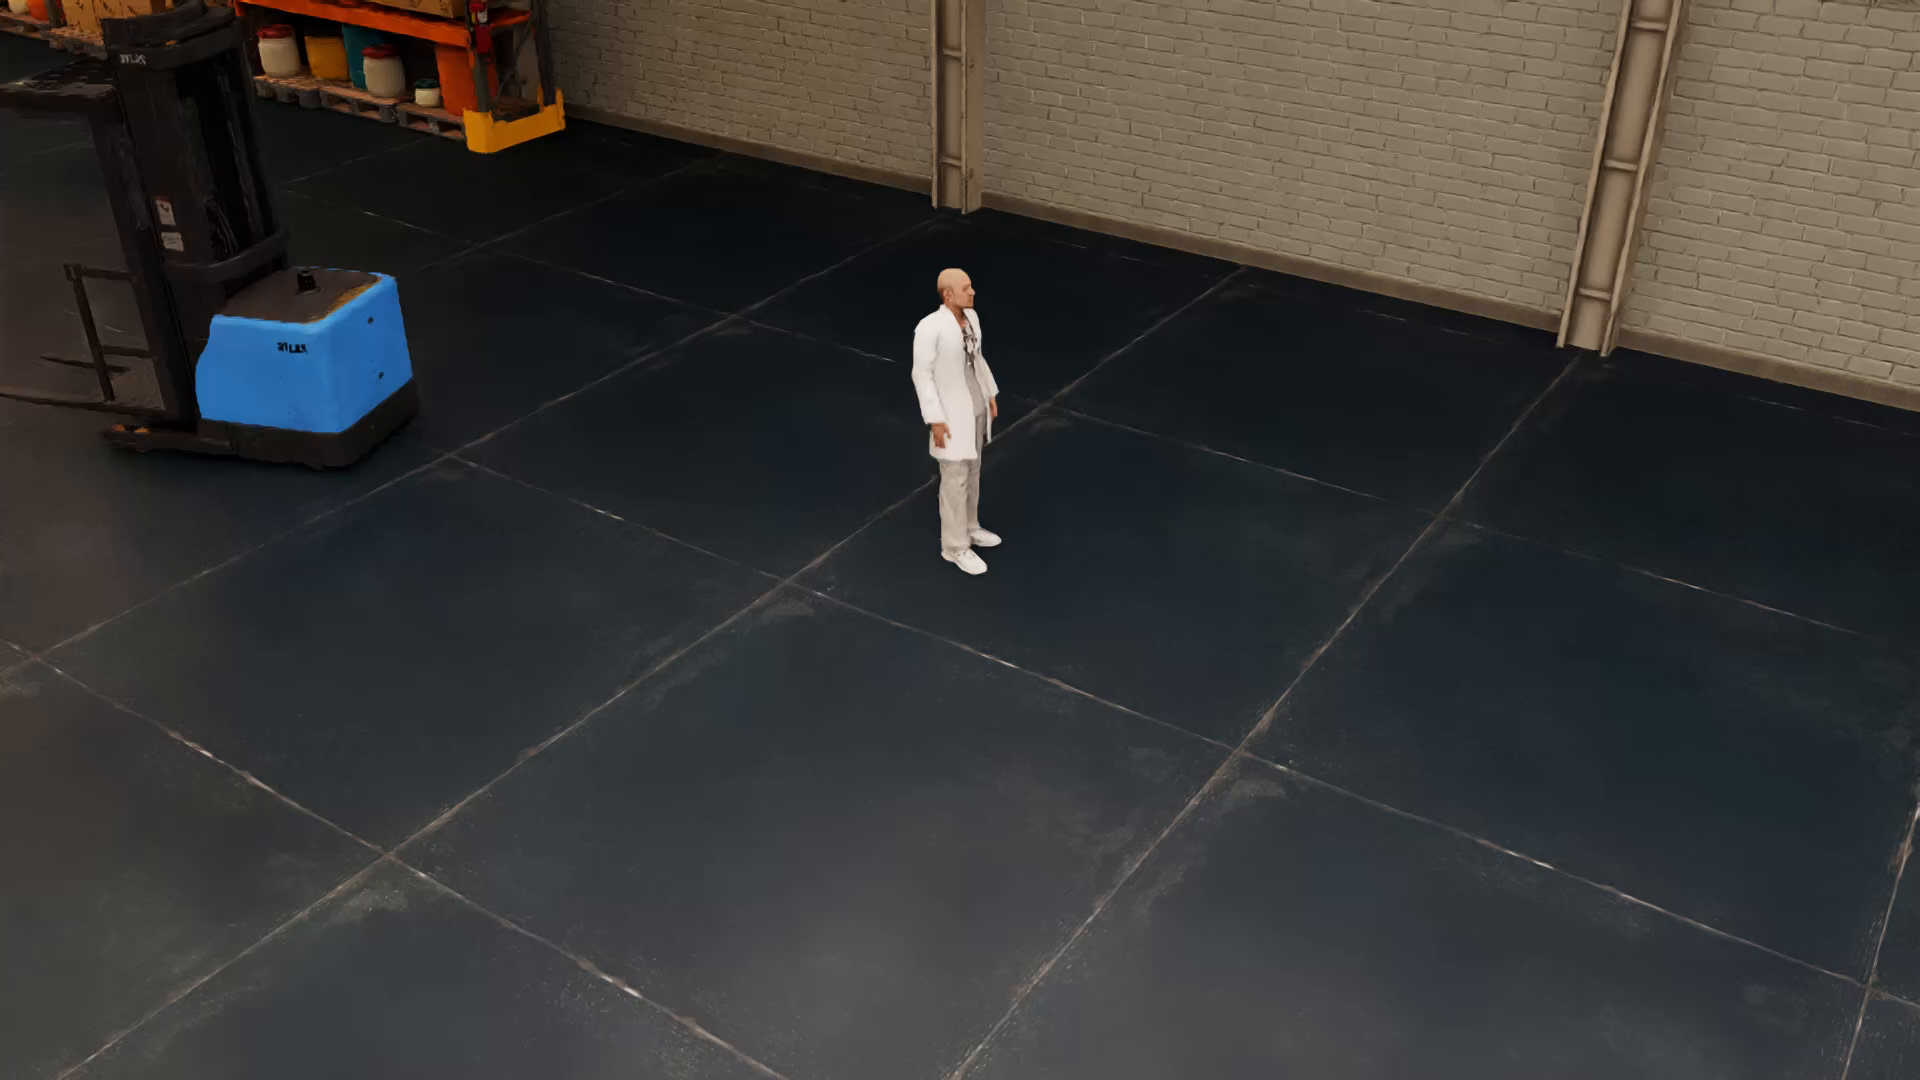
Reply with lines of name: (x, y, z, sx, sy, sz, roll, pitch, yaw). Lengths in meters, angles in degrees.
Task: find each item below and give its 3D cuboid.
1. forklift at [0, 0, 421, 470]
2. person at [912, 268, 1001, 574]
forklift: (-5.470, -2.129, 11.247, 3.031, 2.935, 1.130, 7, 31, 12)
person: (0.073, -0.747, 10.003, 0.579, 1.776, 0.694, 19, 35, 29)
